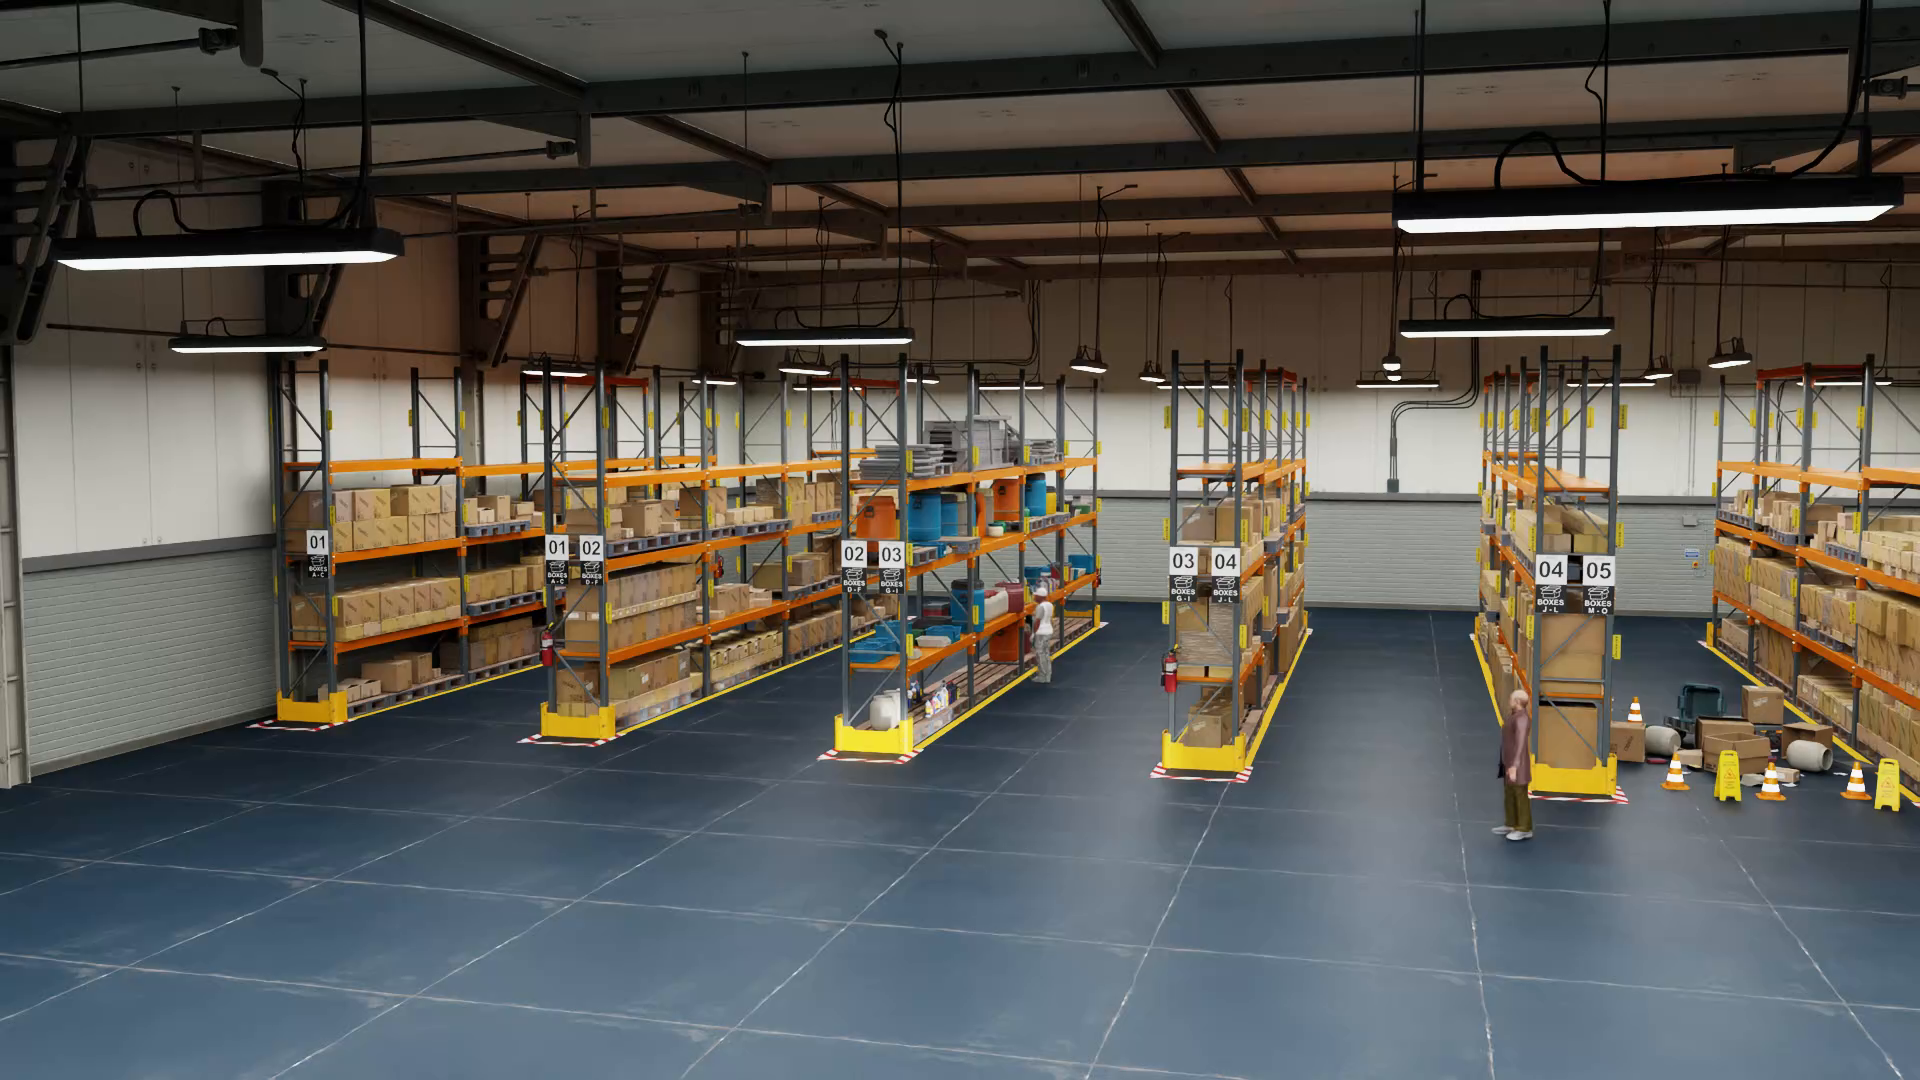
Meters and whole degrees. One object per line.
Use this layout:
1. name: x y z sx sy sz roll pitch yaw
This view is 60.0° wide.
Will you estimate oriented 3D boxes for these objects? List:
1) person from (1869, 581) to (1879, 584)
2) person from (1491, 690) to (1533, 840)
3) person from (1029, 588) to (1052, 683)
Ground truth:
1. person: 20.598 1.455 37.350 0.866 1.679 0.562 1 4 11
2. person: 6.668 2.680 19.943 0.399 1.791 0.642 0 4 -2
3. person: 1.537 1.799 31.366 0.388 1.804 0.567 2 5 27
